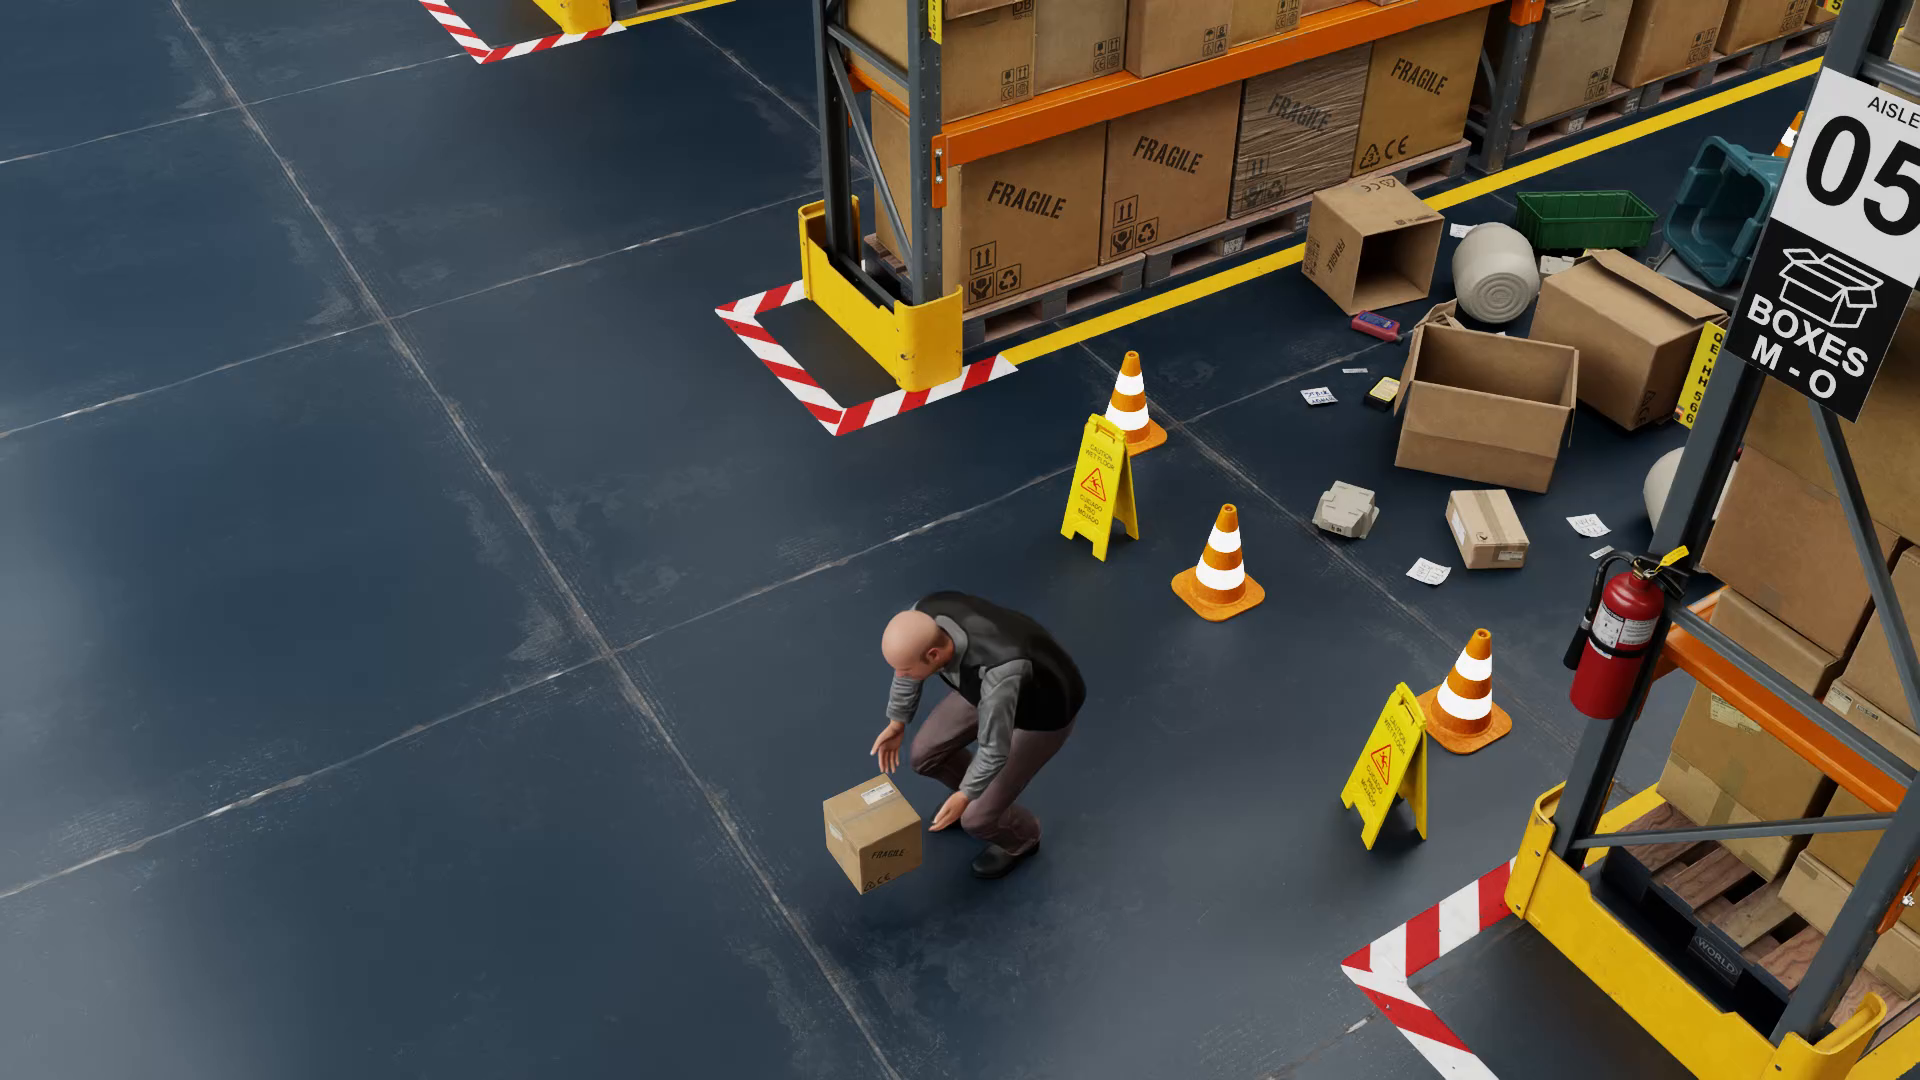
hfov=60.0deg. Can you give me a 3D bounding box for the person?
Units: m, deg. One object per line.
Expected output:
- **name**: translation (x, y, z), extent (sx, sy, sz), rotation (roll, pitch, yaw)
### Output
- **person**: translation (0.077, 0.643, 5.738), extent (0.754, 1.318, 0.590), rotation (-22, 45, -24)
